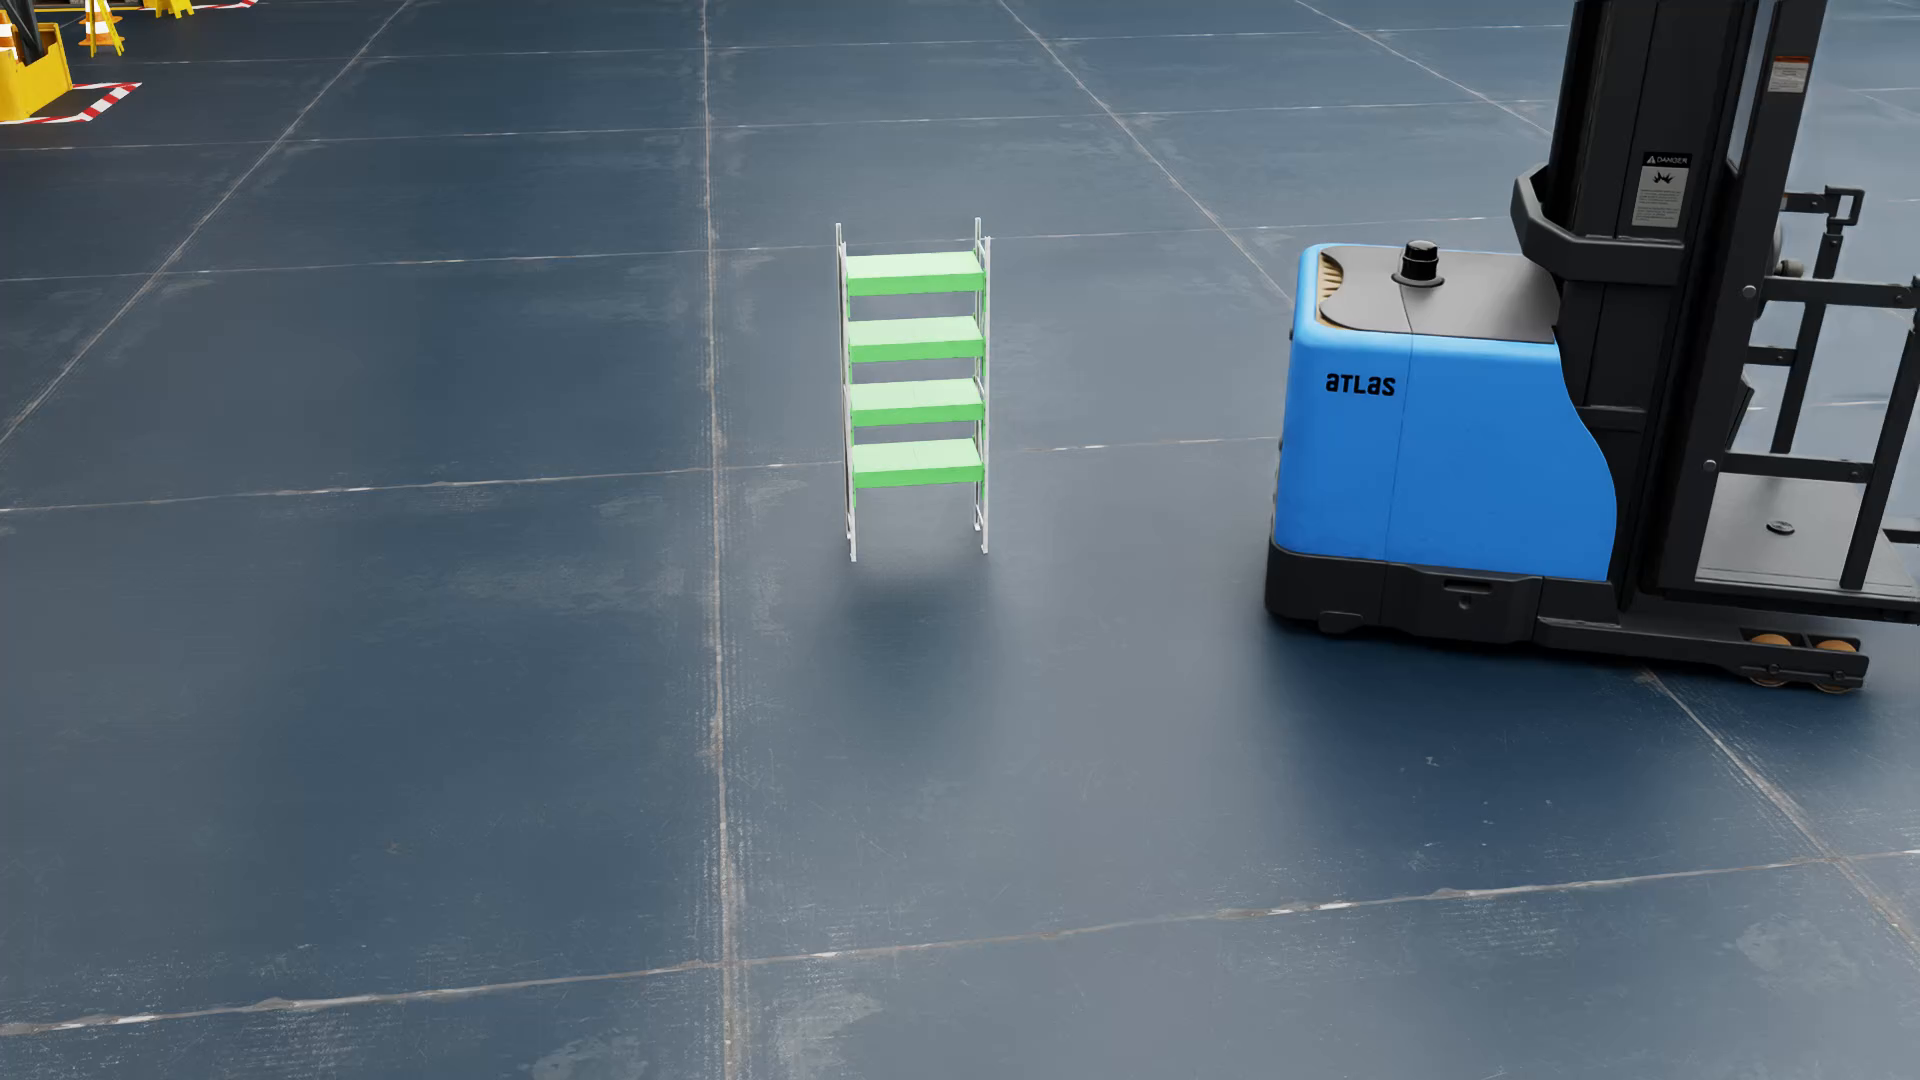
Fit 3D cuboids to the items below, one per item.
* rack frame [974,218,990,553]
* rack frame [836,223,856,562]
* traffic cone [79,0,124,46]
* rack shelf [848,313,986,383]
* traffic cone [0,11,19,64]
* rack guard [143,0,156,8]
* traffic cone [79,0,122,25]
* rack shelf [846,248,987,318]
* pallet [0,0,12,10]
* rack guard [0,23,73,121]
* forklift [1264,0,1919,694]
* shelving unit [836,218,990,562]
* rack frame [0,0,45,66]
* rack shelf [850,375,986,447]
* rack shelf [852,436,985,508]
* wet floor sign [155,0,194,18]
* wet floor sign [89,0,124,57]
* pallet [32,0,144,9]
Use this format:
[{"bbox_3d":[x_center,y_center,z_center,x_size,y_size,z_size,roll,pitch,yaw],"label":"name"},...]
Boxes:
[{"bbox_3d":[0.078,-0.539,5.986,0.015,1.200,0.240,-4,27,-7],"label":"rack frame"},{"bbox_3d":[-0.406,-0.508,5.925,0.015,1.200,0.240,-4,27,-7],"label":"rack frame"},{"bbox_3d":[-7.743,-4.698,14.899,0.334,0.463,0.336,-4,27,-7],"label":"traffic cone"},{"bbox_3d":[-0.164,-0.680,5.875,0.480,0.148,0.258,-4,27,-7],"label":"rack shelf"},{"bbox_3d":[-7.922,-4.165,13.861,0.334,0.463,0.336,-4,27,-7],"label":"traffic cone"},{"bbox_3d":[-8.064,-5.800,17.007,0.348,0.500,1.175,-4,27,-7],"label":"rack guard"},{"bbox_3d":[-8.235,-5.178,15.835,0.334,0.463,0.336,-4,27,-7],"label":"traffic cone"},{"bbox_3d":[-0.164,-0.894,5.766,0.480,0.148,0.258,-4,27,-7],"label":"rack shelf"},{"bbox_3d":[-10.079,-5.560,16.855,1.213,0.211,1.003,-4,27,-7],"label":"pallet"},{"bbox_3d":[-7.175,-3.575,12.670,0.348,0.500,1.175,-4,27,-7],"label":"rack guard"},{"bbox_3d":[2.610,-1.081,5.146,3.031,2.935,1.130,5,28,10],"label":"forklift"},{"bbox_3d":[-0.164,-0.523,5.956,0.503,1.200,0.258,-4,27,-7],"label":"shelving unit"},{"bbox_3d":[-7.199,-4.686,12.097,0.127,3.000,1.000,-4,27,-7],"label":"rack frame"},{"bbox_3d":[-0.164,-0.466,5.985,0.480,0.148,0.258,-4,27,-7],"label":"rack shelf"},{"bbox_3d":[-0.164,-0.253,6.094,0.480,0.148,0.258,-4,27,-7],"label":"rack shelf"},{"bbox_3d":[-7.651,-5.398,16.064,0.232,0.644,0.267,6,28,11],"label":"wet floor sign"},{"bbox_3d":[-7.446,-4.535,14.382,0.232,0.644,0.267,-8,28,-16],"label":"wet floor sign"},{"bbox_3d":[-8.873,-5.636,17.003,1.213,0.211,1.003,-4,27,-7],"label":"pallet"}]
